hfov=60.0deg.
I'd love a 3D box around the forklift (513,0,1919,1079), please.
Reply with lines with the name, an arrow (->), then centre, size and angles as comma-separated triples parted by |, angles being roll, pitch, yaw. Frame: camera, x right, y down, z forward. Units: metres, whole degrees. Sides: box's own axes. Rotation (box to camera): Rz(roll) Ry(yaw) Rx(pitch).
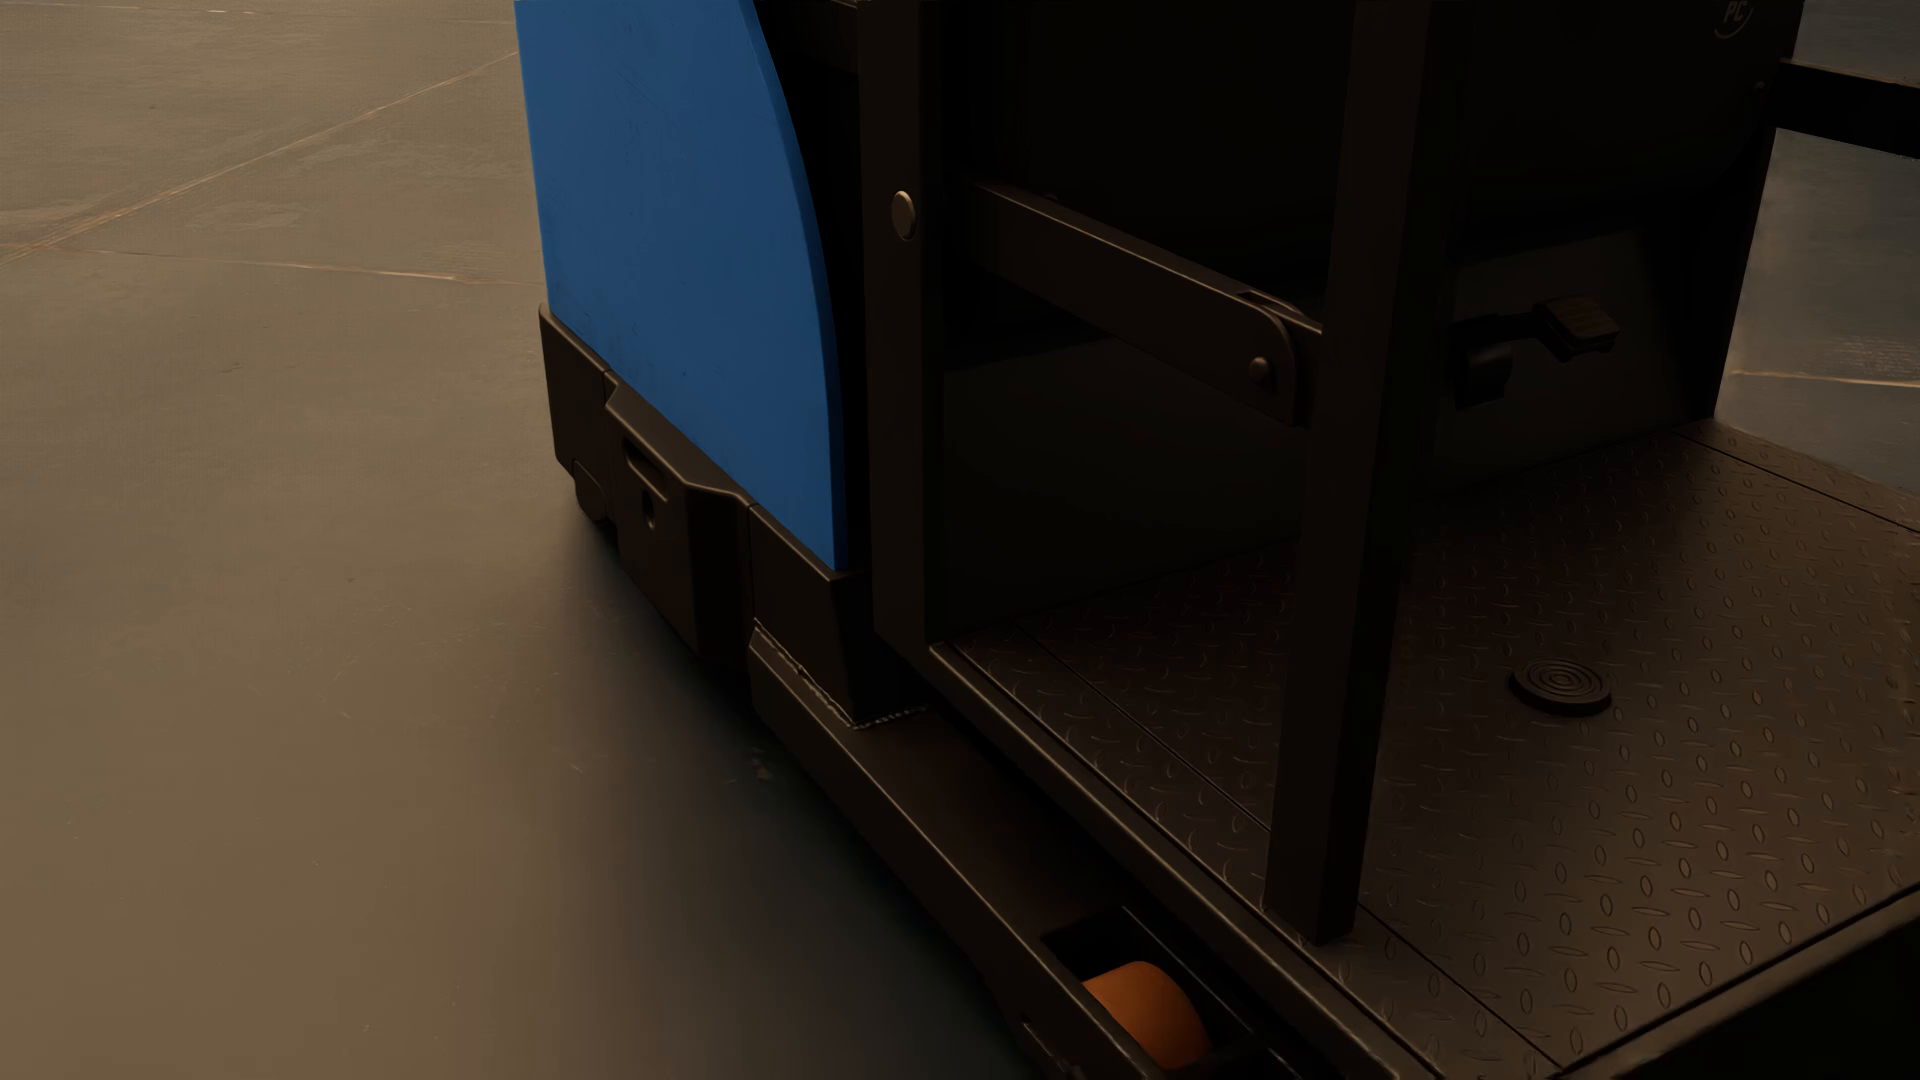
forklift -> 0.538, -0.935, 1.099 | 1.130, 2.935, 3.031 | -15, 30, -27
